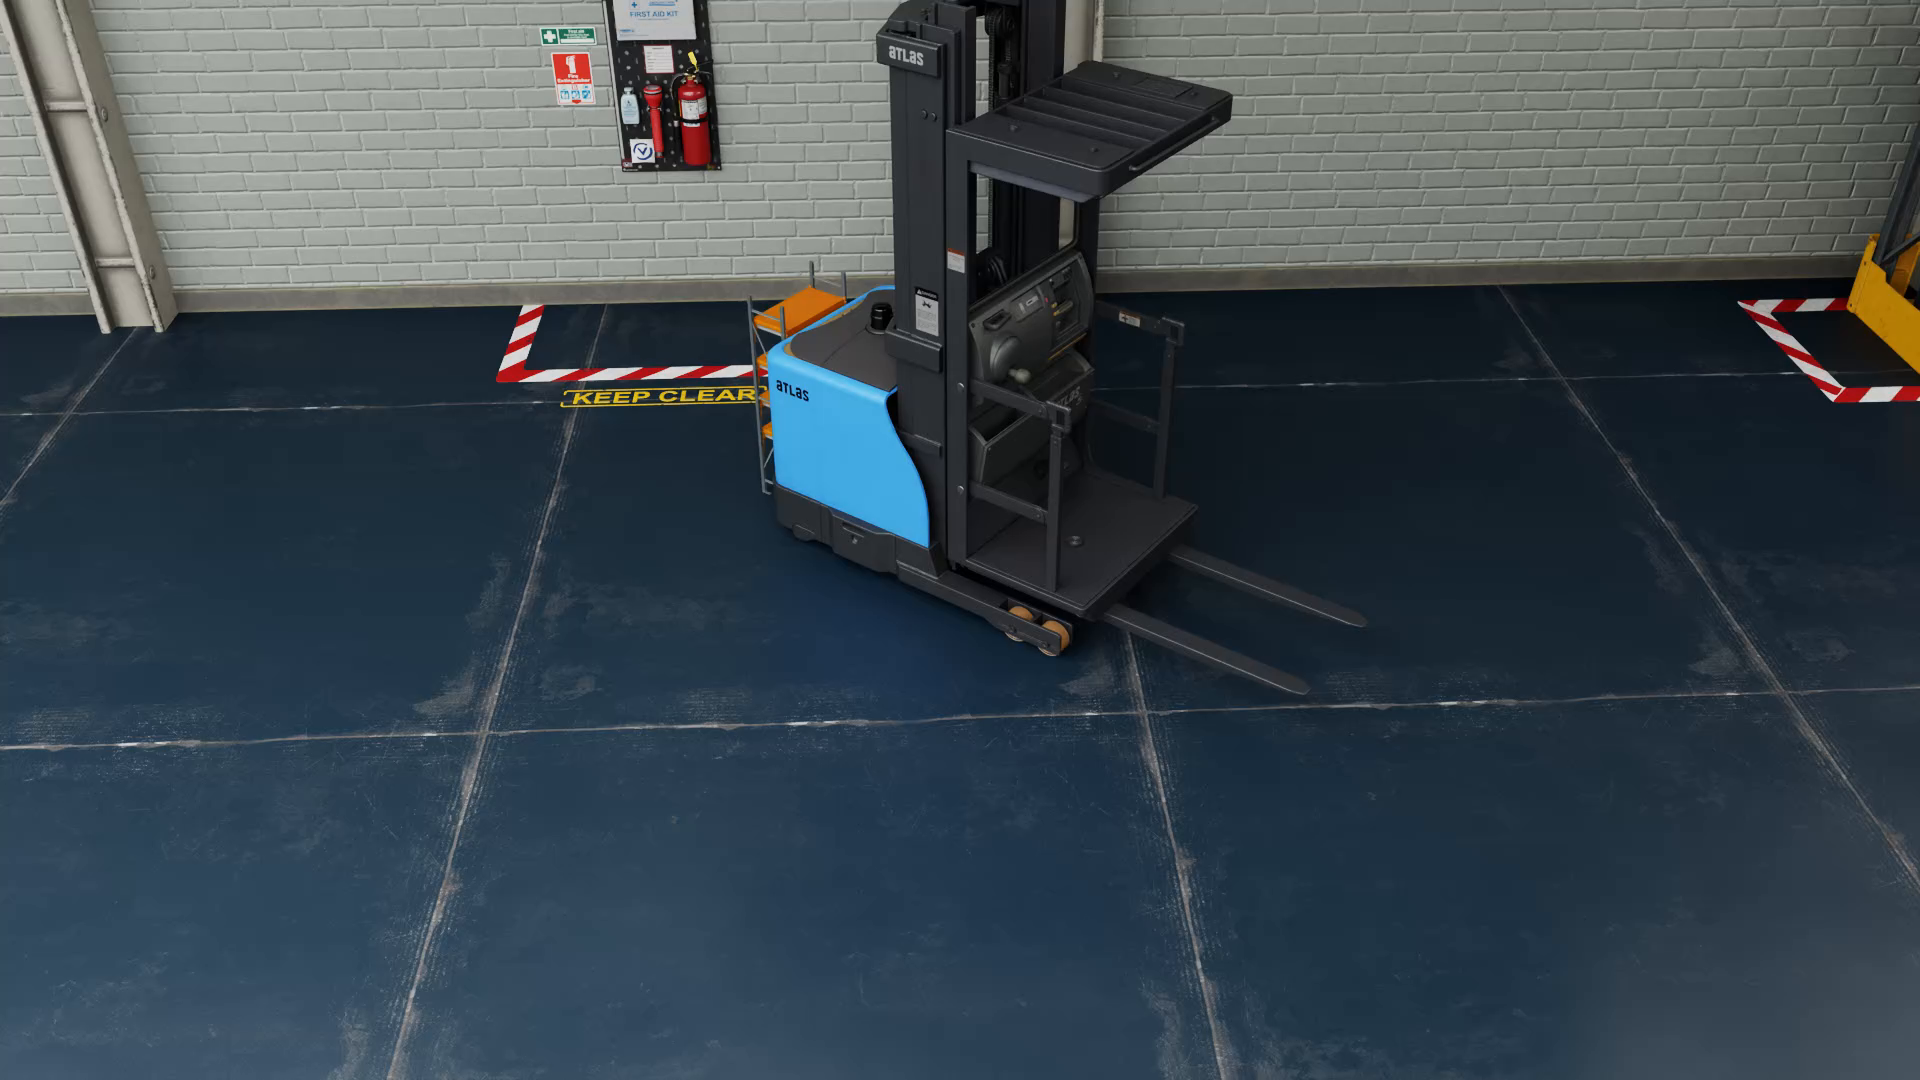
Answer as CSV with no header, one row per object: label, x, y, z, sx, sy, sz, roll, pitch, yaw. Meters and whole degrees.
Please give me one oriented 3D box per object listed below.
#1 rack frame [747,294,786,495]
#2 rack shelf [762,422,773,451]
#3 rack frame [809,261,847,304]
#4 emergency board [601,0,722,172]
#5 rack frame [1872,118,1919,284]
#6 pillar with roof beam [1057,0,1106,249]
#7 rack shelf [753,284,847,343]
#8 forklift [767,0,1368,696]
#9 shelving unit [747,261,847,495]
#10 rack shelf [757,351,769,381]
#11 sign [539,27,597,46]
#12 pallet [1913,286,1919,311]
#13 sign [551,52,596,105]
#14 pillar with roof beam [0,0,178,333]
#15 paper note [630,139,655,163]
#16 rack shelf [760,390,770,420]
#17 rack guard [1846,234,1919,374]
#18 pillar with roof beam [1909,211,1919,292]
rack frame,-0.987,-0.720,8.773,0.240,1.200,0.015,23,41,29
rack shelf,-0.843,-0.614,9.086,0.258,0.148,0.480,23,41,29
rack frame,-0.699,-0.945,9.097,0.240,1.200,0.015,23,41,29
emergency board,-1.817,-2.775,10.160,0.643,1.169,0.194,-2,35,-2
rack frame,5.988,-2.471,9.721,0.127,3.000,1.000,-2,35,-2
pillar with roof beam,0.857,-2.840,4.982,0.400,9.000,9.100,-2,35,-2
rack shelf,-0.843,-1.156,8.711,0.258,0.148,0.480,23,41,29
forklift,0.509,-0.994,7.646,3.031,2.935,1.130,23,41,29
shelving unit,-0.843,-0.832,8.935,0.258,1.200,0.503,23,41,29
rack shelf,-0.843,-0.961,8.846,0.258,0.148,0.480,23,41,29
sign,-2.369,-3.046,10.055,0.331,0.109,0.001,-2,35,-2
pallet,6.877,-1.328,10.520,1.213,0.211,1.003,-2,35,-2
sign,-2.374,-2.833,10.213,0.234,0.329,0.001,-2,35,-2
pillar with roof beam,-5.136,-2.678,4.748,0.400,9.000,9.100,-2,35,-2
paper note,-1.997,-2.447,10.461,0.142,0.148,0.016,-2,35,-2
rack shelf,-0.843,-0.777,8.973,0.258,0.148,0.480,23,41,29
rack guard,6.064,-1.445,10.435,0.348,0.500,1.175,-2,35,-2
pillar with roof beam,6.850,-3.001,5.215,0.400,9.000,9.100,-2,35,-2
